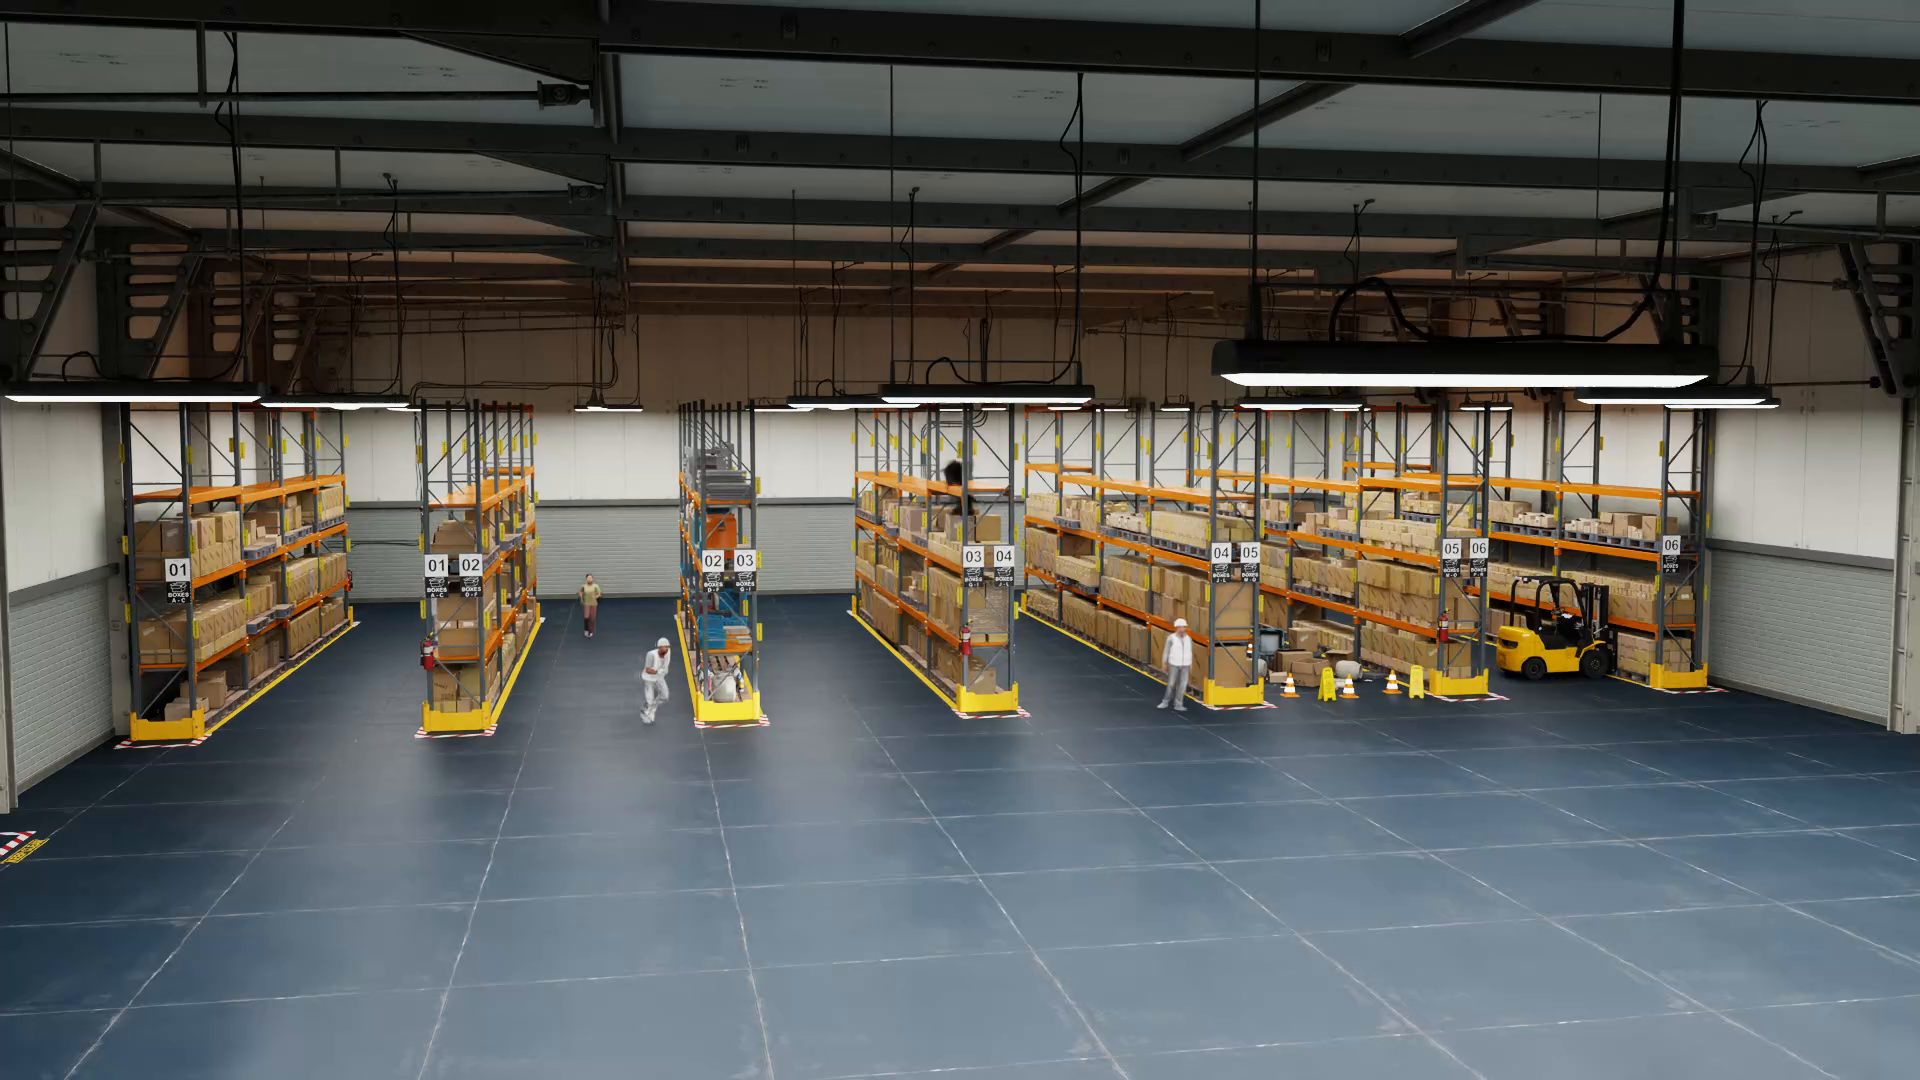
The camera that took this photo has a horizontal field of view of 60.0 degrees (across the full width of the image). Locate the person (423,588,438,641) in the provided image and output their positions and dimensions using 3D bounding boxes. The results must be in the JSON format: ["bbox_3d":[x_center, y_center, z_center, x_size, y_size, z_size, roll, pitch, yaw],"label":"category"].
[{"bbox_3d":[-13.263,1.703,42.235,0.708,1.711,0.792,-2,5,-21],"label":"person"}]

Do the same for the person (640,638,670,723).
[{"bbox_3d":[-5.566,2.591,30.704,0.905,1.619,0.699,4,6,43],"label":"person"}]

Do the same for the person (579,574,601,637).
[{"bbox_3d":[-9.480,1.677,42.604,0.565,1.629,0.600,-1,4,-11],"label":"person"}]

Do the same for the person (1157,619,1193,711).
[{"bbox_3d":[4.178,2.426,32.250,0.691,1.796,0.471,-1,4,-14],"label":"person"}]
